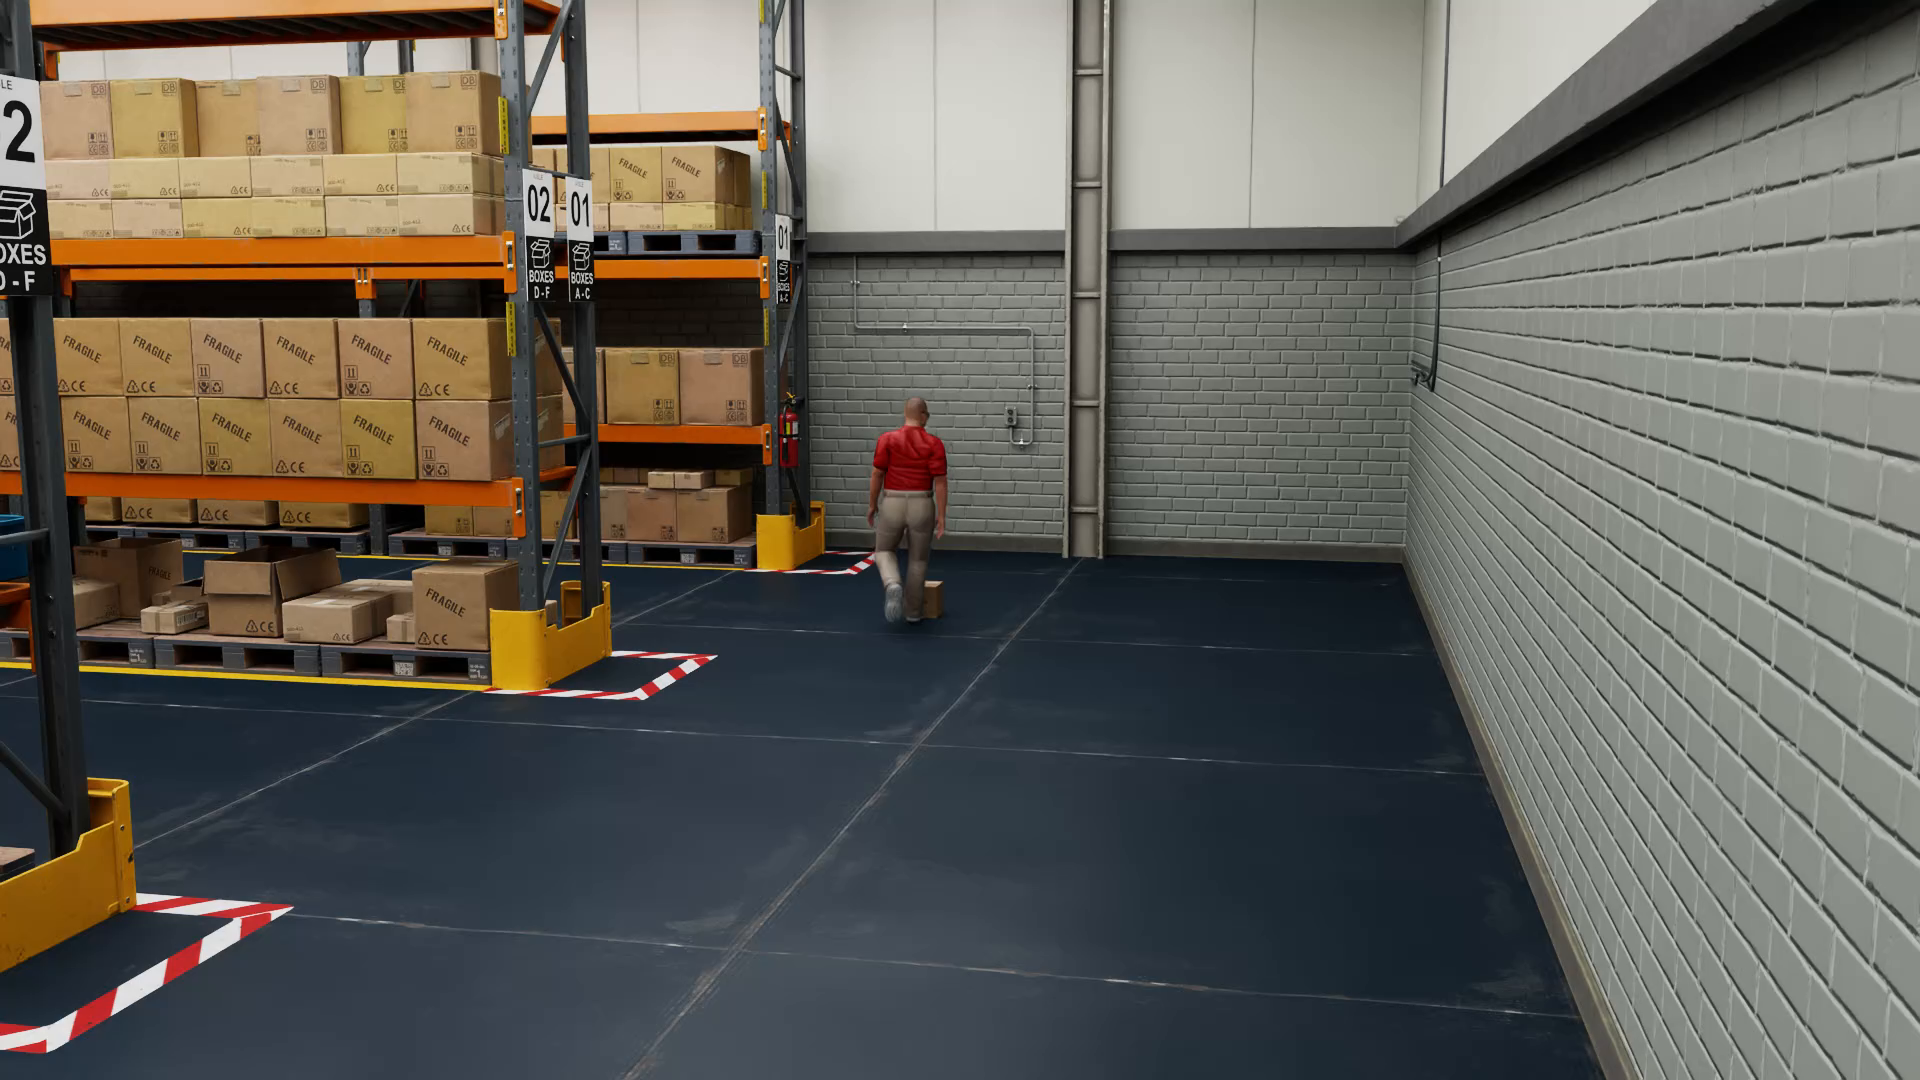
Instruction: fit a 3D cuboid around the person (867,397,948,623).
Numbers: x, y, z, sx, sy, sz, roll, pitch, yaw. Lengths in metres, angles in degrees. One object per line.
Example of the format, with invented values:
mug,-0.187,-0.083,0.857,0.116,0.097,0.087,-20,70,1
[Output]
person,-0.389,-0.213,12.394,0.607,1.708,0.715,0,8,2
